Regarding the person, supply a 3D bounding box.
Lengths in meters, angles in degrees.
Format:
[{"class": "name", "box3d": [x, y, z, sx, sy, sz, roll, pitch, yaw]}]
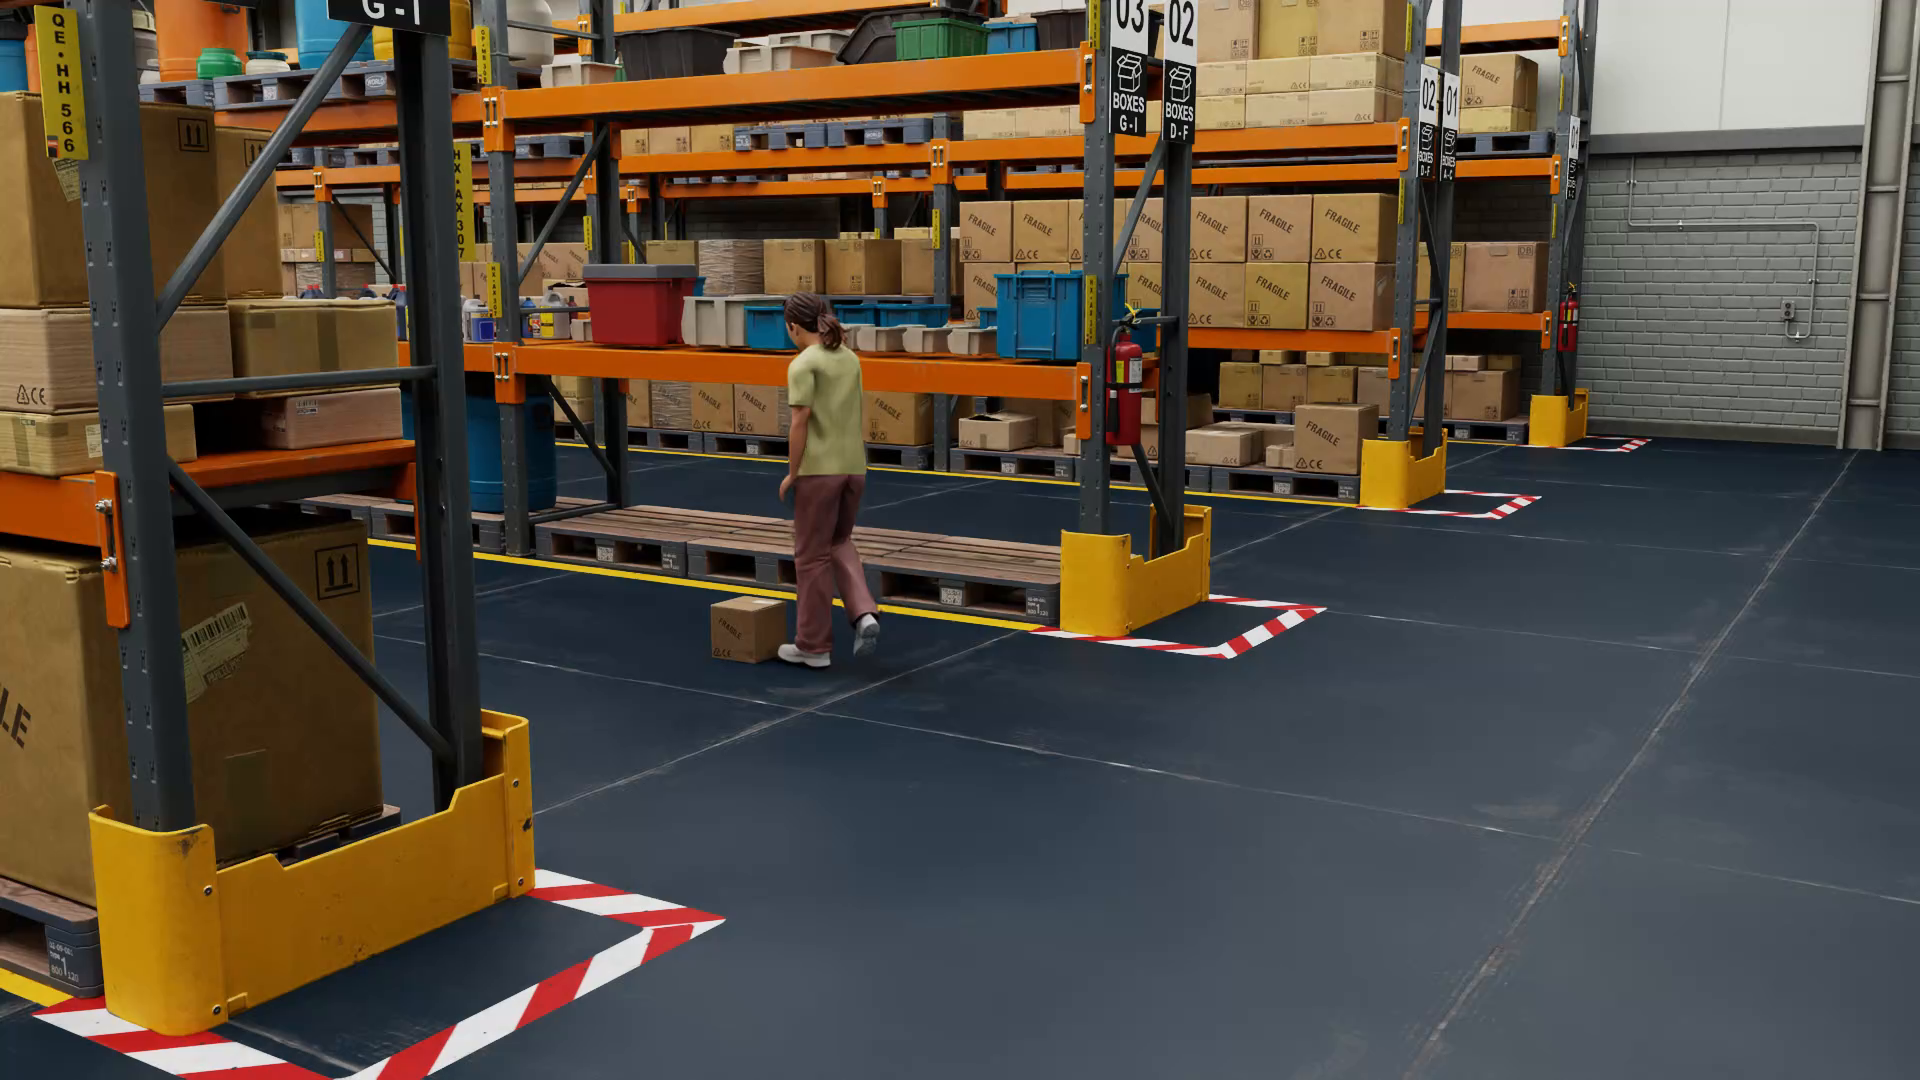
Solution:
[{"class": "person", "box3d": [-0.614, -0.270, 7.418, 0.510, 1.667, 0.478, 8, 12, 40]}]
